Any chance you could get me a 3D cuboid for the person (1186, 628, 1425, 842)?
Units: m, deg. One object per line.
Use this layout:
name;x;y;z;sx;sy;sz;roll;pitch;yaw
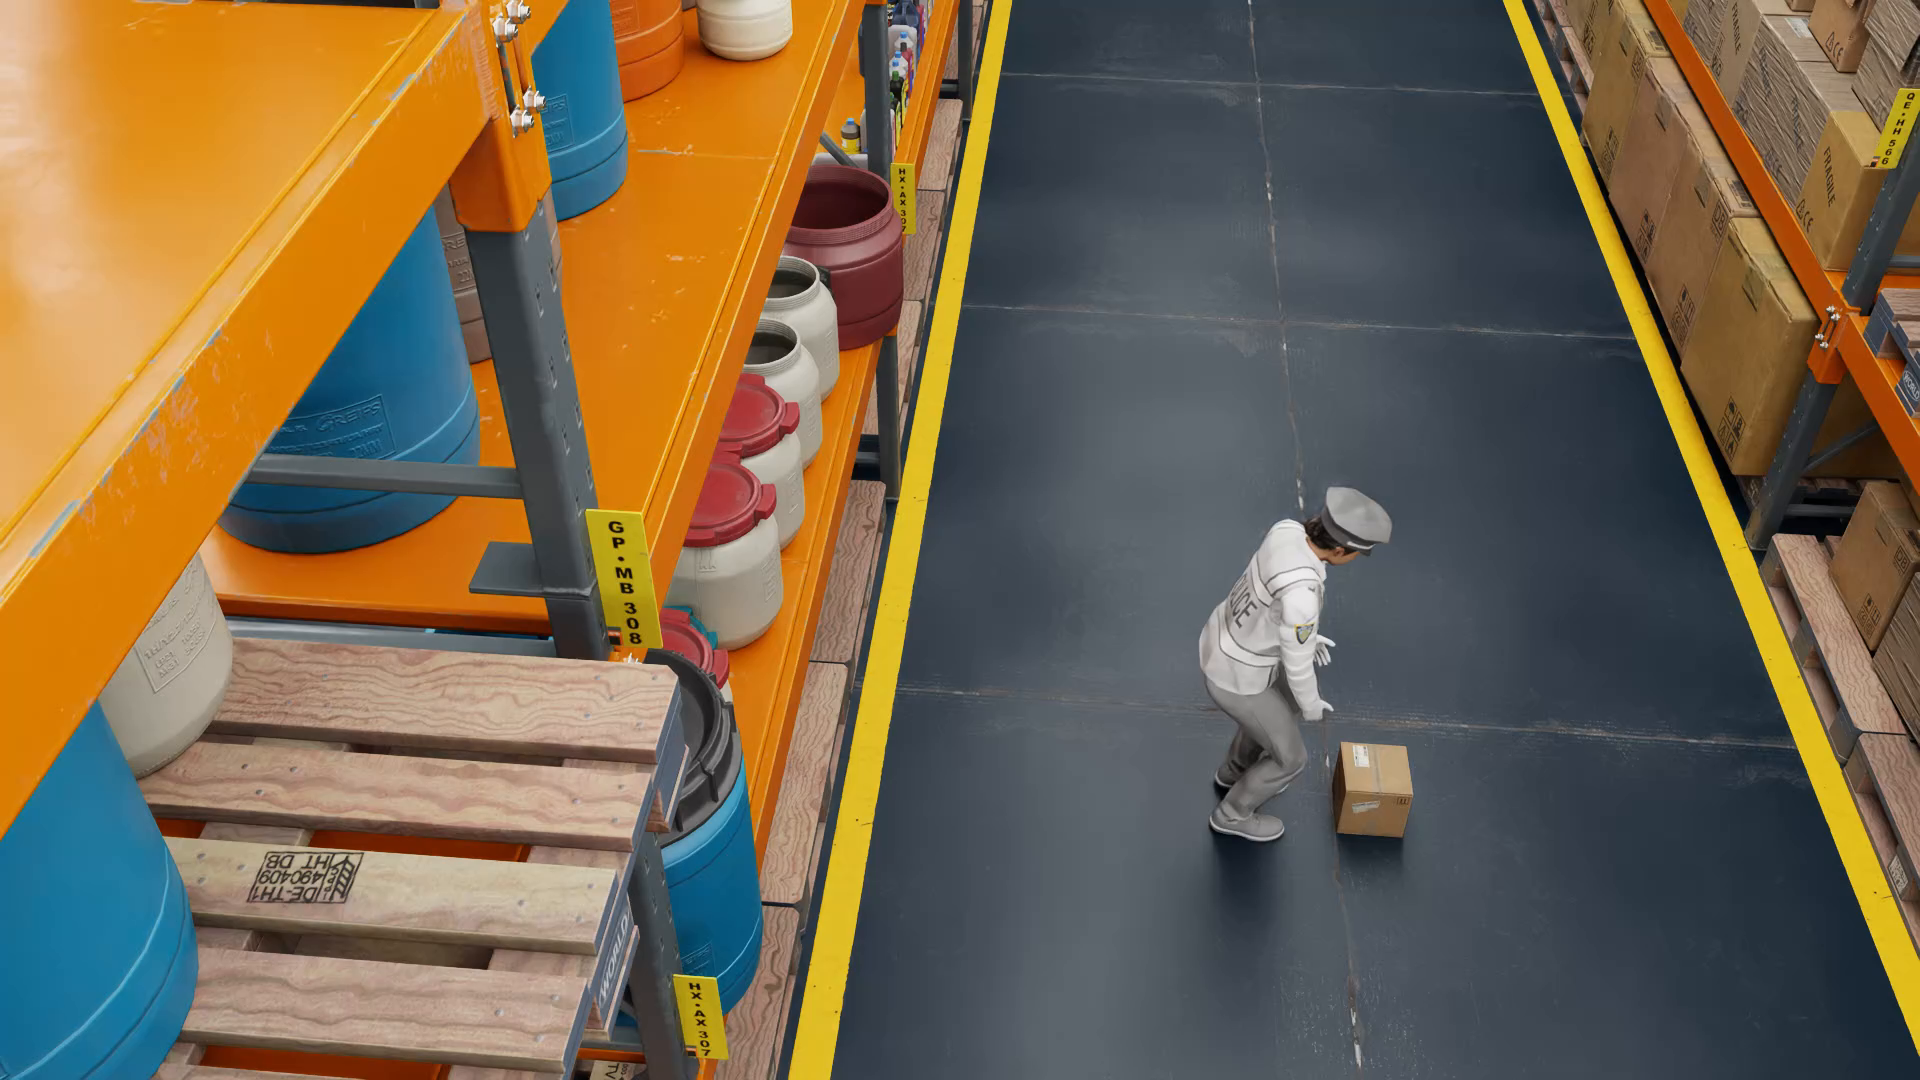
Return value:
person;1.274;0.740;6.241;0.893;0.833;0.455;2;40;2
